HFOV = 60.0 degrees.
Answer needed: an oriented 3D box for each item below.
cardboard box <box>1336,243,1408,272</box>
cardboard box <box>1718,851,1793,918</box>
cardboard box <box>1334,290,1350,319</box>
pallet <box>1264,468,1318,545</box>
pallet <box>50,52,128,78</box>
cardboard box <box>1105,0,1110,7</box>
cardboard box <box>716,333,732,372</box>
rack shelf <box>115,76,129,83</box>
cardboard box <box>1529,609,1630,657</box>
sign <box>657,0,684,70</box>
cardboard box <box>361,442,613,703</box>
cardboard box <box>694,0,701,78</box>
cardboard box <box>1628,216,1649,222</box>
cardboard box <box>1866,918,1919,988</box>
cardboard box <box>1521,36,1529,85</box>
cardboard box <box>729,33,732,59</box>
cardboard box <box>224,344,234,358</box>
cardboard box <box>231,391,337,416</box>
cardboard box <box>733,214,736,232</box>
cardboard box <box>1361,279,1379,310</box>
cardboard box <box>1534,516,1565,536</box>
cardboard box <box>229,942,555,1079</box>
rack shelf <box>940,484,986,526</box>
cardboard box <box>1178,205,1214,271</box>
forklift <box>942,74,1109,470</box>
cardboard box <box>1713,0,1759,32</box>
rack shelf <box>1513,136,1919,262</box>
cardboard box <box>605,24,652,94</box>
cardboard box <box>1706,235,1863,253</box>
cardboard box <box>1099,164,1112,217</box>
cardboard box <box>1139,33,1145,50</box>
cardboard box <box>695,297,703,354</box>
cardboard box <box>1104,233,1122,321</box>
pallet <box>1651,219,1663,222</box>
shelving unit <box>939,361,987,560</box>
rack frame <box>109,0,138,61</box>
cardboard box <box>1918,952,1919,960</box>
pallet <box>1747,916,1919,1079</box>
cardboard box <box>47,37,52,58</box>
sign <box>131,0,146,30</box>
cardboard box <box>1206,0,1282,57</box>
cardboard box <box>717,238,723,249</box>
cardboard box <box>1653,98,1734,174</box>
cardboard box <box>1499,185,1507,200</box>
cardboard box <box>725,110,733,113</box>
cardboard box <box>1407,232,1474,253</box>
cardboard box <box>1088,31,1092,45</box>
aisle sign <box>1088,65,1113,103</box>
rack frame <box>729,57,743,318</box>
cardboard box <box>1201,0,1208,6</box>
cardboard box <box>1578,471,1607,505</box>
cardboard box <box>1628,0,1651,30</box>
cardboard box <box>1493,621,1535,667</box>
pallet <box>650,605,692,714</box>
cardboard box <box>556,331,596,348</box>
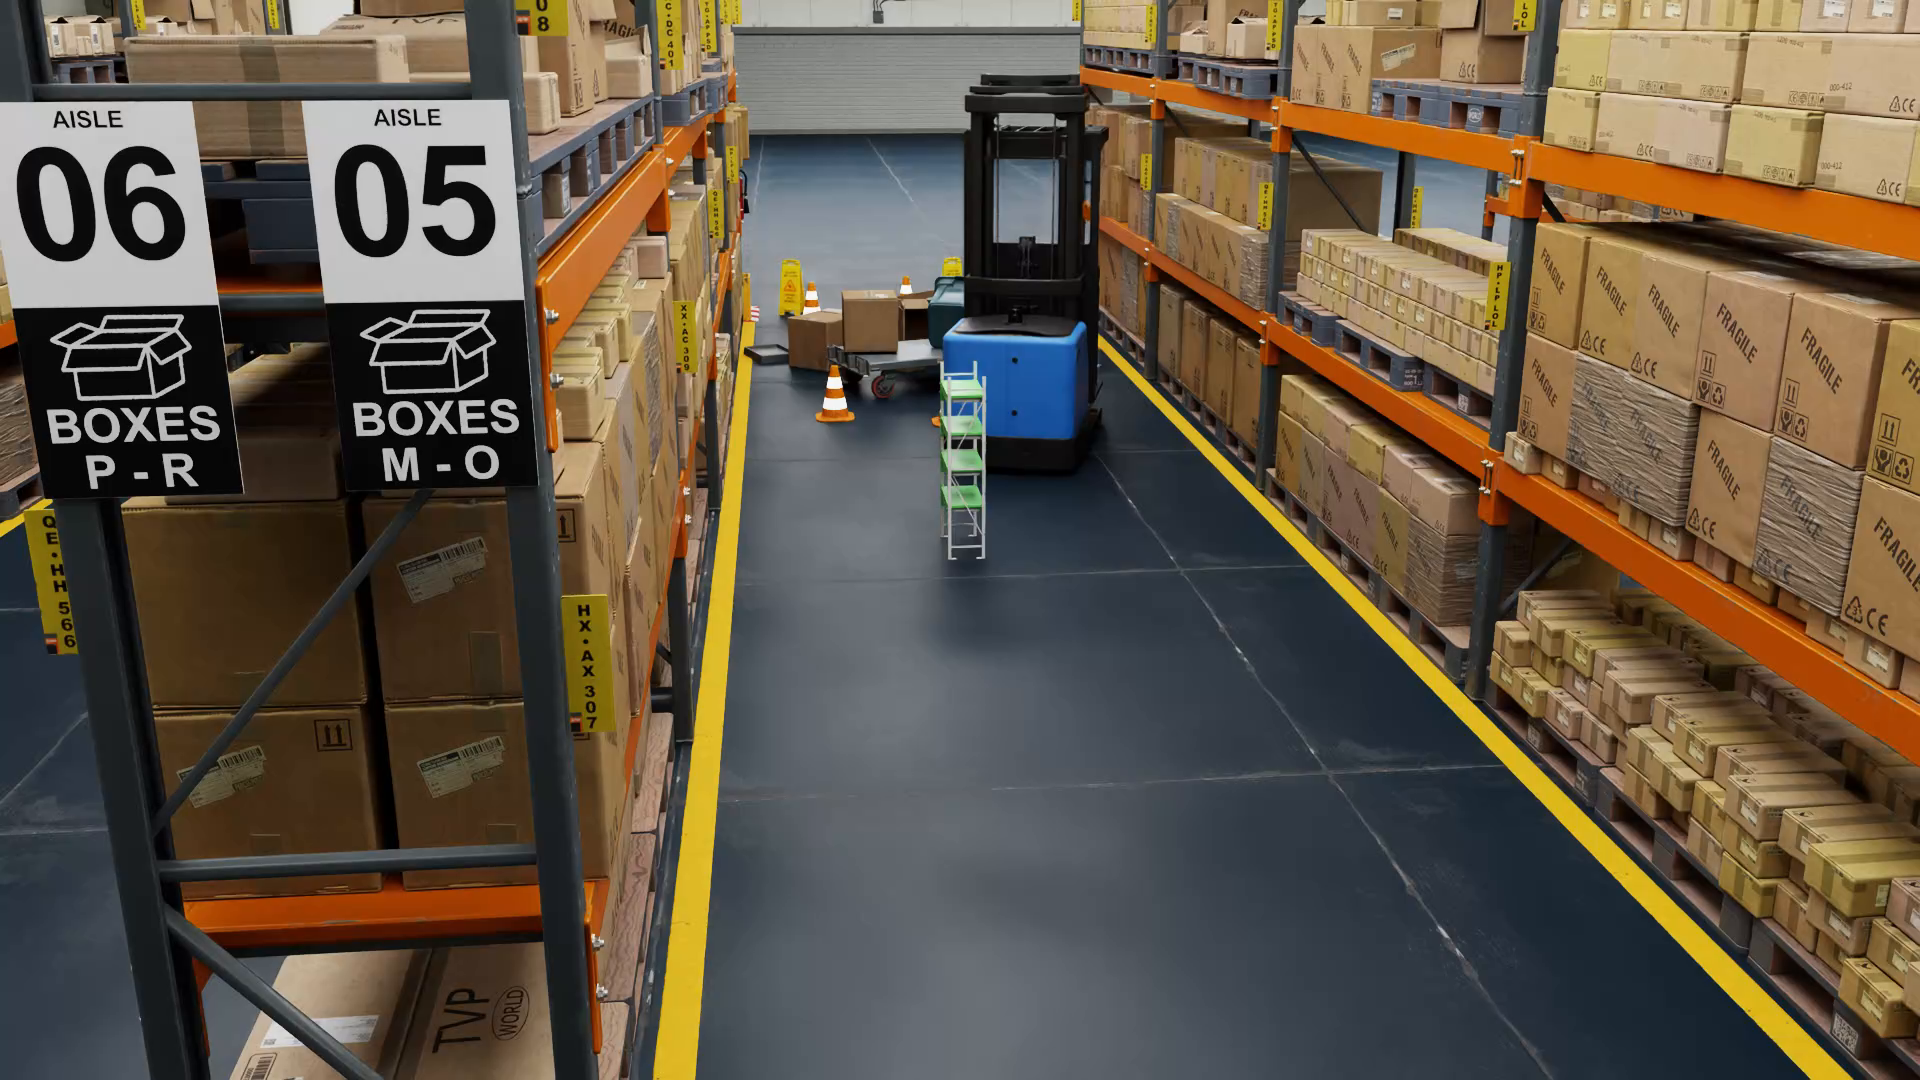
[{"bbox_3d":[2.641,-1.811,10.664,0.380,0.149,0.250,-3,18,-8],"label":"cardboard box"},{"bbox_3d":[3.075,1.268,6.189,0.380,0.149,0.250,-3,18,-8],"label":"cardboard box"},{"bbox_3d":[2.639,-1.523,10.739,0.380,0.149,0.250,-1,17,-3],"label":"cardboard box"},{"bbox_3d":[2.787,-0.260,11.651,1.003,0.211,1.213,-2,18,-6],"label":"pallet"},{"bbox_3d":[-7.668,-4.319,15.067,1.003,0.211,1.213,-2,18,-6],"label":"pallet"},{"bbox_3d":[1.731,-5.658,17.404,0.380,0.149,0.250,-2,18,-6],"label":"cardboard box"},{"bbox_3d":[-2.561,-1.622,15.022,0.950,0.372,0.625,-2,17,-5],"label":"cardboard box"},{"bbox_3d":[-7.761,-4.361,16.253,1.077,0.370,4.000,-2,18,-6],"label":"rack shelf"},{"bbox_3d":[2.919,0.438,7.840,0.380,0.149,0.250,-1,17,-3],"label":"cardboard box"},{"bbox_3d":[-1.241,-2.181,7.114,0.100,0.325,0.005,-2,18,-6],"label":"sign"},{"bbox_3d":[-1.146,0.067,4.119,0.500,0.500,0.500,-2,18,-7],"label":"cardboard box"},{"bbox_3d":[-1.914,-3.030,9.945,0.700,0.500,0.500,-3,18,-8],"label":"cardboard box"},{"bbox_3d":[6.908,-3.148,16.615,0.380,0.149,0.250,-2,18,-6],"label":"cardboard box"},{"bbox_3d":[3.221,1.351,5.429,0.380,0.149,0.250,-2,18,-7],"label":"cardboard box"},{"bbox_3d":[3.239,-2.489,8.536,0.500,0.311,0.500,-2,18,-6],"label":"cardboard box"},{"bbox_3d":[-2.546,-4.926,16.606,0.500,0.250,0.500,-2,18,-5],"label":"cardboard box"},{"bbox_3d":[-7.343,-1.871,16.018,0.500,0.250,0.500,-2,18,-7],"label":"cardboard box"},{"bbox_3d":[-1.666,-0.266,4.098,0.380,0.149,0.250,-1,17,-5],"label":"cardboard box"},{"bbox_3d":[-2.454,-3.197,16.772,0.380,0.149,0.250,-2,18,-5],"label":"cardboard box"},{"bbox_3d":[2.692,-1.511,10.205,0.380,0.149,0.250,-2,18,-6],"label":"cardboard box"},{"bbox_3d":[3.307,-0.225,9.106,0.500,0.250,0.500,-3,18,-8],"label":"cardboard box"},{"bbox_3d":[-1.548,1.572,4.738,0.875,0.438,0.875,-2,18,-8],"label":"cardboard box"},{"bbox_3d":[0.017,-0.233,10.931,0.258,0.148,0.480,-2,18,-6],"label":"rack shelf"},{"bbox_3d":[2.184,-2.598,14.277,0.500,0.500,0.500,-2,18,-6],"label":"cardboard box"},{"bbox_3d":[0.618,-2.328,13.699,1.130,2.935,3.031,3,18,10],"label":"forklift"},{"bbox_3d":[2.997,-1.932,6.066,0.380,0.149,0.250,-1,17,-3],"label":"cardboard box"},{"bbox_3d":[3.327,-1.123,5.940,1.077,0.370,4.000,-2,18,-6],"label":"rack shelf"},{"bbox_3d":[-1.408,-1.883,6.515,0.396,0.266,0.258,-1,17,-4],"label":"cardboard box"},{"bbox_3d":[3.497,-1.012,7.061,0.500,0.500,0.500,-2,18,-7],"label":"cardboard box"},{"bbox_3d":[1.977,-3.835,18.134,0.875,0.550,0.550,-2,18,-6],"label":"cardboard box"},{"bbox_3d":[1.914,-4.748,15.835,0.380,0.149,0.250,-1,17,-5],"label":"cardboard box"},{"bbox_3d":[-1.719,-1.211,9.443,0.500,0.250,0.500,-2,18,-7],"label":"cardboard box"},{"bbox_3d":[2.111,-2.931,18.351,0.875,0.875,0.875,-2,18,-7],"label":"cardboard box"},{"bbox_3d":[7.173,-2.814,15.453,1.003,0.211,1.213,-2,18,-6],"label":"pallet"},{"bbox_3d":[0.017,-0.523,10.840,0.258,1.200,0.503,-2,18,-6],"label":"shelving unit"},{"bbox_3d":[-7.555,-5.539,13.798,1.000,3.000,0.127,-2,18,-6],"label":"rack frame"},{"bbox_3d":[3.226,1.287,5.136,0.380,0.149,0.250,-2,17,-5],"label":"cardboard box"},{"bbox_3d":[3.477,1.625,5.648,1.003,0.211,1.213,-2,18,-6],"label":"pallet"},{"bbox_3d":[-7.060,-3.688,12.461,0.380,0.149,0.250,-2,18,-6],"label":"cardboard box"},{"bbox_3d":[-7.016,-4.525,14.185,0.100,0.325,0.005,-2,18,-6],"label":"sign"},{"bbox_3d":[2.250,-4.059,13.055,0.500,0.500,0.500,-2,18,-6],"label":"cardboard box"},{"bbox_3d":[-2.188,-2.537,13.968,0.380,0.149,0.250,-2,18,-5],"label":"cardboard box"},{"bbox_3d":[3.001,-1.540,6.317,0.500,0.250,0.500,-1,17,-3],"label":"cardboard box"},{"bbox_3d":[6.619,-4.117,19.703,0.380,0.149,0.250,-2,18,-6],"label":"cardboard box"},{"bbox_3d":[-2.648,-4.092,16.870,0.700,0.500,0.500,-2,18,-6],"label":"cardboard box"},{"bbox_3d":[3.238,-1.980,11.203,0.380,0.149,0.250,-2,18,-6],"label":"cardboard box"},{"bbox_3d":[1.626,-5.578,18.479,0.380,0.149,0.250,-2,18,-5],"label":"cardboard box"},{"bbox_3d":[1.577,-5.459,19.216,0.394,0.787,0.004,-2,18,-6],"label":"aisle sign"},{"bbox_3d":[-3.030,-4.023,18.985,1.000,3.000,0.127,-2,18,-6],"label":"rack frame"},{"bbox_3d":[2.543,-5.225,16.024,0.380,0.149,0.250,-2,18,-6],"label":"cardboard box"},{"bbox_3d":[3.005,-0.264,7.430,0.380,0.149,0.250,-3,18,-8],"label":"cardboard box"},{"bbox_3d":[2.987,-2.170,6.824,0.380,0.149,0.250,-2,18,-6],"label":"cardboard box"},{"bbox_3d":[2.840,0.505,8.124,0.380,0.149,0.250,-1,17,-3],"label":"cardboard box"},{"bbox_3d":[-1.947,0.655,8.739,1.003,0.211,1.213,-2,18,-6],"label":"pallet"},{"bbox_3d":[-1.277,-0.516,4.894,0.380,0.149,0.250,-2,18,-5],"label":"cardboard box"}]
